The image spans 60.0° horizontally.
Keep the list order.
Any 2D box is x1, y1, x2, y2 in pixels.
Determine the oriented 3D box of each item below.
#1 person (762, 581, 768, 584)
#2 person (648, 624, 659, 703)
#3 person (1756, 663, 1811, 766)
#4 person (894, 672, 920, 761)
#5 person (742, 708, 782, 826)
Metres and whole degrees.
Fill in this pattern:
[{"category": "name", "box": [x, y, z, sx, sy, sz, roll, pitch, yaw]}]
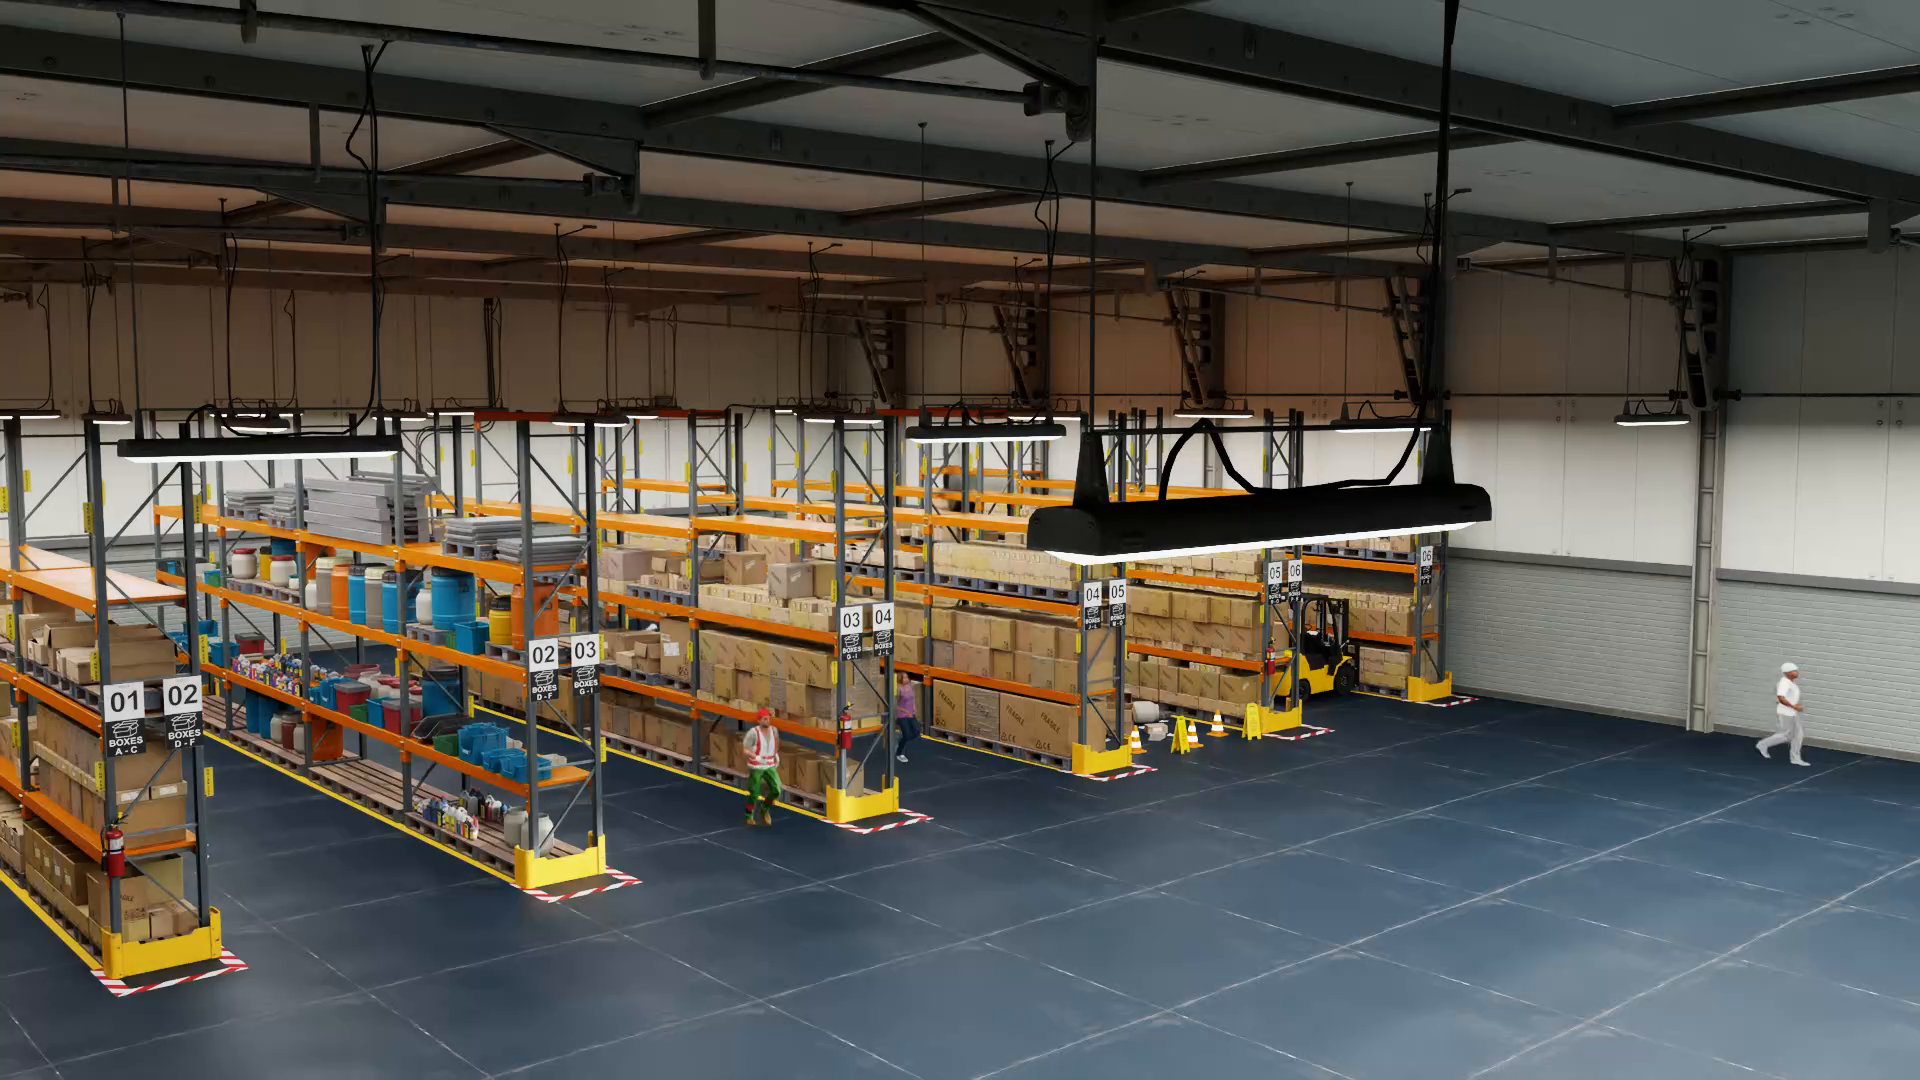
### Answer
[{"category": "person", "box": [-5.362, 1.599, 44.277, 0.535, 1.705, 0.746, -4, 6, -35]}, {"category": "person", "box": [-6.041, 2.548, 33.046, 0.626, 1.759, 0.664, 5, 7, 45]}, {"category": "person", "box": [14.111, 2.966, 28.438, 0.853, 1.758, 0.703, 4, 6, 36]}, {"category": "person", "box": [-0.926, 3.042, 28.666, 0.478, 1.561, 0.550, 4, 7, 40]}, {"category": "person", "box": [-2.849, 3.314, 24.258, 0.695, 1.742, 0.690, -3, 6, -35]}]
